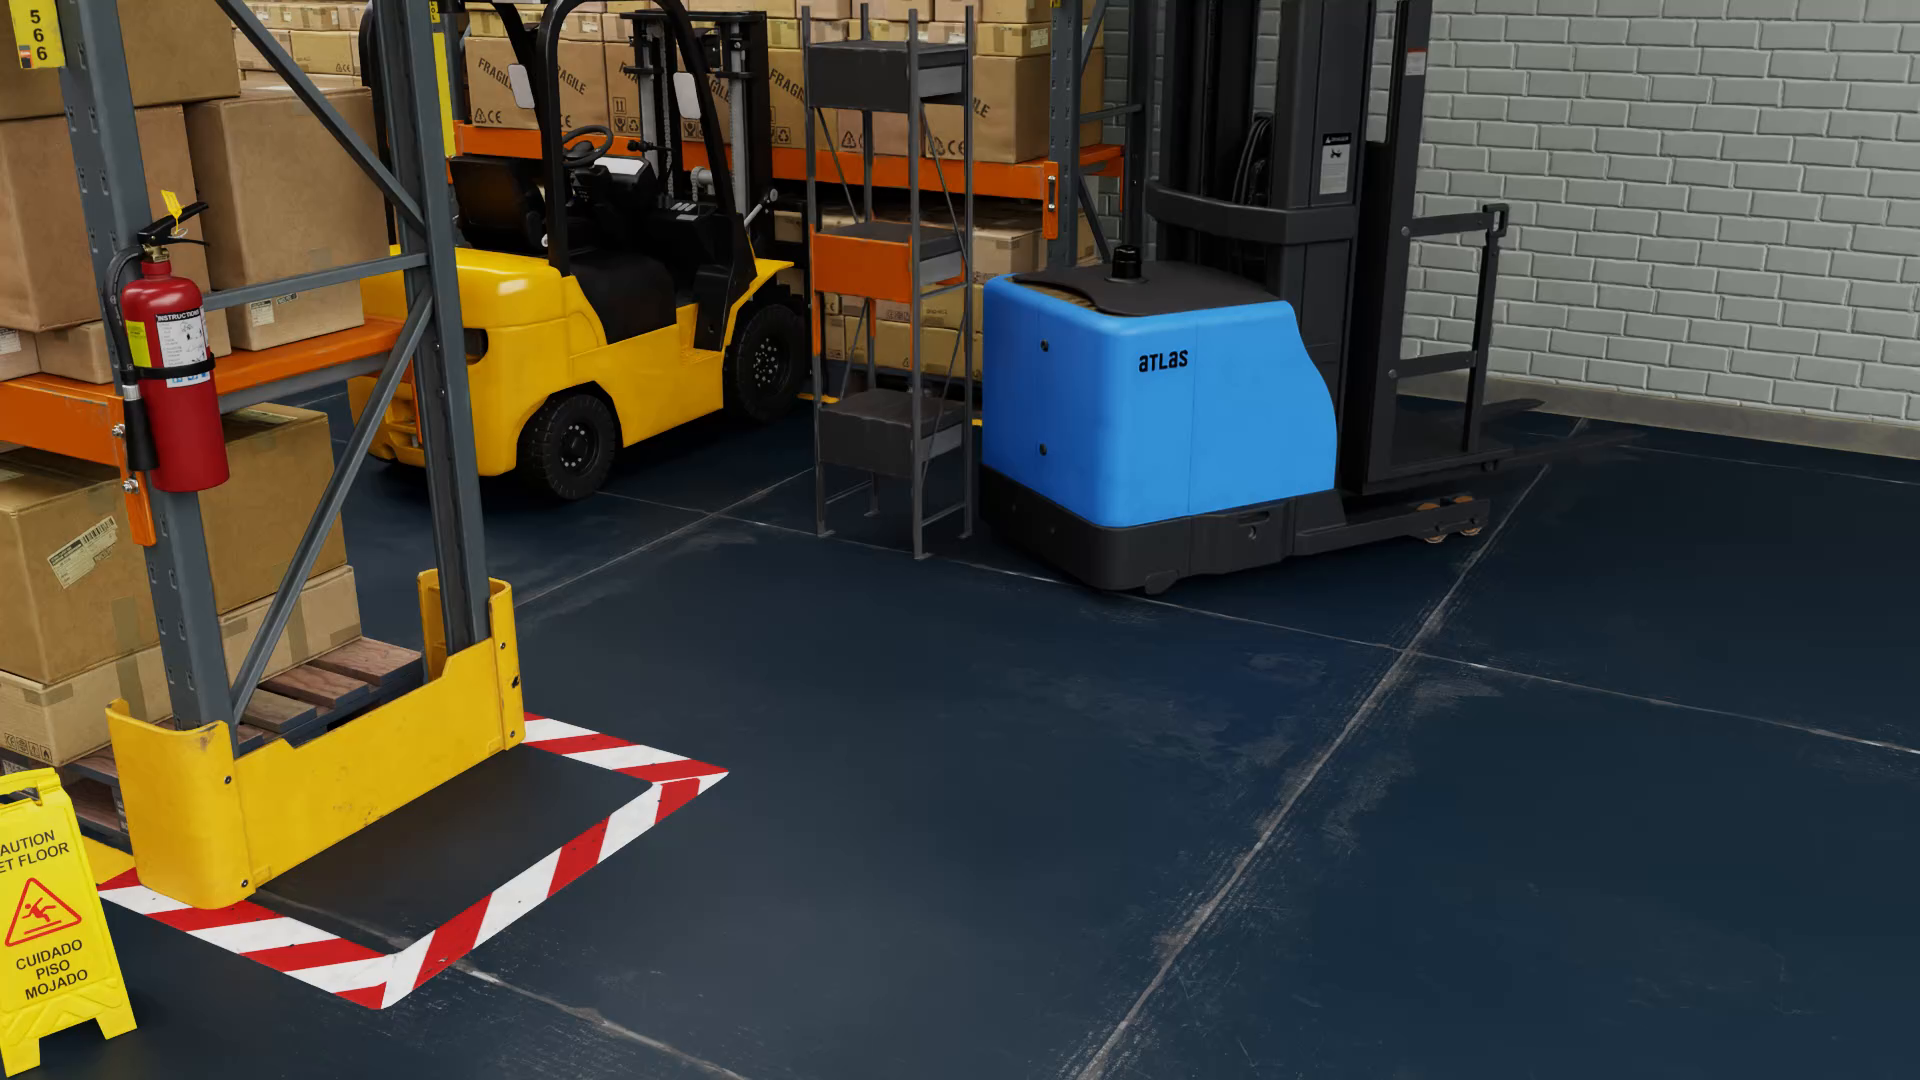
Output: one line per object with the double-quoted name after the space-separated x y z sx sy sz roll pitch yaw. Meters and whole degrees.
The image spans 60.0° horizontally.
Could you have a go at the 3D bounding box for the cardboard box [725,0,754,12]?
-1.037 -2.866 8.832 0.250 0.149 0.380 11 23 28 "cardboard box"

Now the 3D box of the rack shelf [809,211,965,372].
-0.269 -0.991 6.559 0.480 0.518 0.431 13 24 31 "rack shelf"

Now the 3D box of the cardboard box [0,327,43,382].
-2.403 -0.535 4.310 0.250 0.149 0.380 10 22 27 "cardboard box"

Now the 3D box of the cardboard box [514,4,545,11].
-2.357 -3.128 9.556 0.250 0.149 0.380 11 23 28 "cardboard box"

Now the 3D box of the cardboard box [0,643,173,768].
-2.555 0.391 4.804 0.500 0.250 0.500 11 23 27 "cardboard box"

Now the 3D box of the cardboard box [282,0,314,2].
-4.282 -3.531 11.102 0.250 0.149 0.380 11 23 28 "cardboard box"

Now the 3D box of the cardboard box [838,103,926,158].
-0.286 -2.264 8.560 0.500 0.500 0.500 12 23 29 "cardboard box"

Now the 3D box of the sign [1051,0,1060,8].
0.444 -2.620 7.644 0.005 0.325 0.100 11 23 27 "sign"

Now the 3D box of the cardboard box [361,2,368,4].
-3.633 -3.402 10.746 0.250 0.149 0.380 11 22 27 "cardboard box"

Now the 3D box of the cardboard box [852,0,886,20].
-0.348 -2.743 8.494 0.250 0.149 0.380 11 23 28 "cardboard box"

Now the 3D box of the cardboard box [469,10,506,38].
-2.622 -3.010 9.665 0.250 0.149 0.380 10 22 26 "cardboard box"

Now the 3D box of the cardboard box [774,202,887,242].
-0.728 -1.647 8.955 0.500 0.250 0.500 11 23 28 "cardboard box"

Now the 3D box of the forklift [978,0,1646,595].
1.623 -1.511 6.731 3.031 2.935 1.130 -10 22 -26 "forklift"

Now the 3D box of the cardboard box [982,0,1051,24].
0.305 -2.612 8.134 0.250 0.149 0.380 11 23 27 "cardboard box"

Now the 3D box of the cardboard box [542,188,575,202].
-2.061 -1.902 9.660 0.500 0.250 0.500 11 23 27 "cardboard box"

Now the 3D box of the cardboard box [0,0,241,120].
-2.249 -1.322 4.062 0.500 0.500 0.700 10 22 26 "cardboard box"

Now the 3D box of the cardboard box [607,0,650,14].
-1.724 -2.975 9.132 0.250 0.149 0.380 10 22 26 "cardboard box"

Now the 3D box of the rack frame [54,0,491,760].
-1.697 -0.645 4.246 0.127 3.000 1.000 11 23 27 "rack frame"

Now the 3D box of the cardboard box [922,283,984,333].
0.143 -1.252 8.600 0.500 0.250 0.500 10 22 27 "cardboard box"

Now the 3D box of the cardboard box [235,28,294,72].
-4.221 -3.129 10.580 0.500 0.250 0.500 11 23 28 "cardboard box"

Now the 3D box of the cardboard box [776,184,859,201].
-0.920 -1.891 9.628 0.500 0.250 0.500 10 22 26 "cardboard box"

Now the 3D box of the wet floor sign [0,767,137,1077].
-2.053 0.811 3.682 0.267 0.644 0.232 -16 26 -38 "wet floor sign"

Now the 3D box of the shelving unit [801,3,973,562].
-0.269 -1.004 6.554 0.503 2.100 0.431 13 24 31 "shelving unit"

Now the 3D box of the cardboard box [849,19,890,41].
-0.364 -2.590 8.507 0.250 0.149 0.380 11 22 27 "cardboard box"

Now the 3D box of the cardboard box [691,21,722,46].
-1.281 -2.747 8.940 0.250 0.149 0.380 10 22 26 "cardboard box"

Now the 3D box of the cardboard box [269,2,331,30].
-4.093 -3.292 10.444 0.250 0.149 0.380 10 22 26 "cardboard box"

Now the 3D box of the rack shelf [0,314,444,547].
-3.443 -0.640 5.285 4.000 0.370 1.077 11 23 27 "rack shelf"

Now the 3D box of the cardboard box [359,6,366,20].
-3.412 -3.169 10.105 0.250 0.149 0.380 10 22 27 "cardboard box"

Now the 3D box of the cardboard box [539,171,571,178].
-2.248 -2.140 10.315 0.500 0.250 0.500 11 23 28 "cardboard box"

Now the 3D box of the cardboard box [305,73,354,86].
-3.781 -2.806 10.423 0.500 0.250 0.500 11 22 27 "cardboard box"

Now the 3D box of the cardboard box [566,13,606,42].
-1.974 -2.869 9.277 0.250 0.149 0.380 11 23 28 "cardboard box"

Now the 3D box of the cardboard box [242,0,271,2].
-4.723 -3.439 10.850 0.250 0.149 0.380 11 23 27 "cardboard box"

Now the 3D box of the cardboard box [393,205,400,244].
-3.233 -1.954 10.718 0.625 0.625 0.875 12 23 30 "cardboard box"

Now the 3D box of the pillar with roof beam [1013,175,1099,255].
-1.547 -4.047 4.824 0.400 9.000 9.100 11 23 27 "pillar with roof beam"

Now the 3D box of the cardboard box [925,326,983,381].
0.156 -1.013 8.675 0.500 0.250 0.500 11 23 28 "cardboard box"

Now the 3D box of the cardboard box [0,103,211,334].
-2.305 -0.841 4.201 0.500 0.500 0.500 10 22 26 "cardboard box"

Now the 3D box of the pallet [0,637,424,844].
-2.455 0.507 5.158 1.213 0.211 1.003 11 23 27 "pallet"

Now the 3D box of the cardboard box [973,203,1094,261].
0.393 -1.635 8.924 0.500 0.250 0.500 10 22 26 "cardboard box"

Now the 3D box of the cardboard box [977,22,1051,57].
0.281 -2.450 8.122 0.250 0.149 0.380 11 23 28 "cardboard box"

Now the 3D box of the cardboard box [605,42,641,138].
-1.606 -2.519 9.264 0.500 0.500 0.500 11 22 27 "cardboard box"

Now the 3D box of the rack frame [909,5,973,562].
-0.066 -0.958 6.427 0.015 2.100 0.400 13 24 31 "rack frame"

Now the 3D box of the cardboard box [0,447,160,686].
-2.524 0.042 4.668 0.500 0.500 0.500 11 23 28 "cardboard box"
